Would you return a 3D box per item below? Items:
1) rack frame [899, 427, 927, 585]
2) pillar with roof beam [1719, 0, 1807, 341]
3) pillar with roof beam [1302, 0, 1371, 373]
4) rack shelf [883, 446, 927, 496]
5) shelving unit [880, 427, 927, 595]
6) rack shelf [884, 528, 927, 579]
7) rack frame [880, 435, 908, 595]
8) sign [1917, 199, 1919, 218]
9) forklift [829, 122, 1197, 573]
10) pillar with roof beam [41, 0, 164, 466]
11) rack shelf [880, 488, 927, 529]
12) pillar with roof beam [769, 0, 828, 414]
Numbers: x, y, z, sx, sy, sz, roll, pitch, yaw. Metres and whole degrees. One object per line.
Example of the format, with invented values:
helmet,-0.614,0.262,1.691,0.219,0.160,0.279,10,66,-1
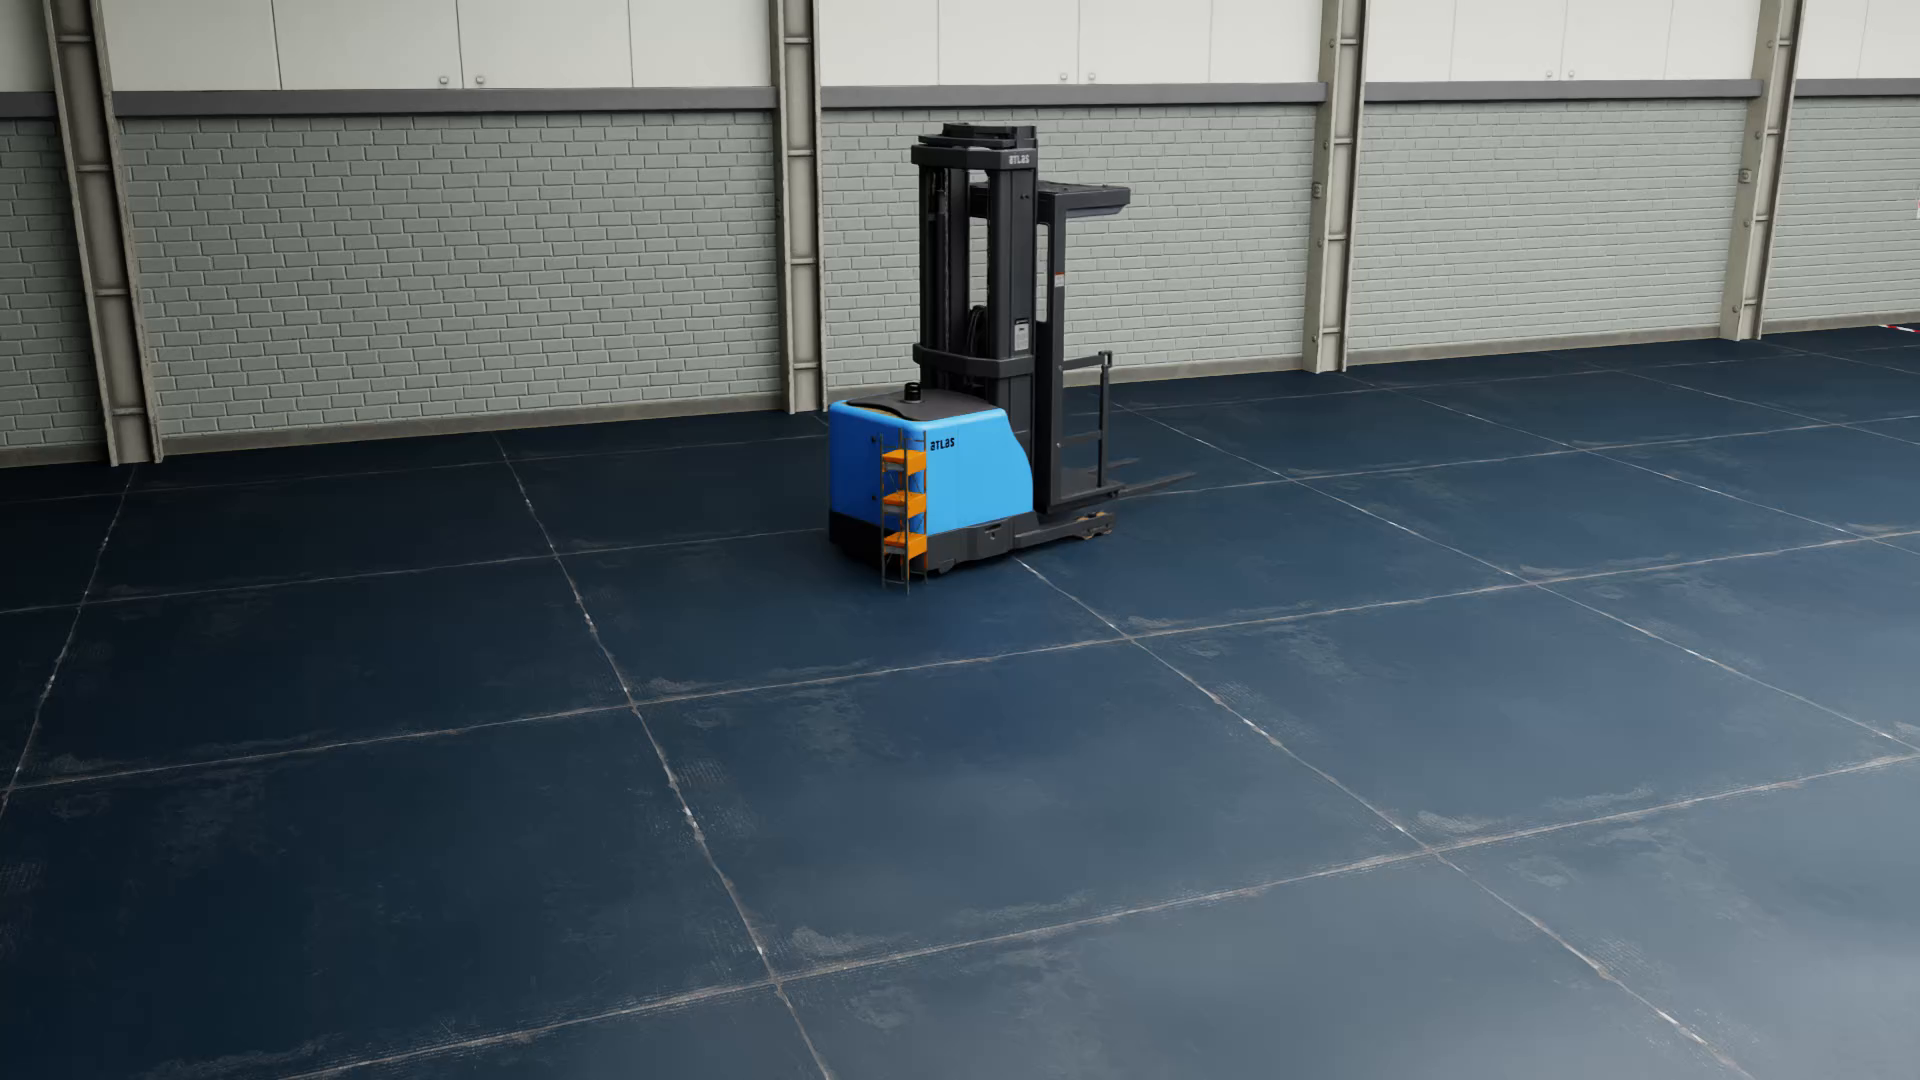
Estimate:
rack frame,-0.309,-0.219,10.982,0.200,1.050,0.008,9,19,28
pillar with roof beam,11.203,-5.689,15.501,0.400,9.000,9.100,-6,17,-20
pillar with roof beam,5.600,-5.084,13.441,0.400,9.000,9.100,-6,17,-20
rack shelf,-0.368,-0.451,10.803,0.215,0.259,0.240,9,19,28
shelving unit,-0.368,-0.189,10.880,0.215,1.050,0.252,9,19,28
rack shelf,-0.368,0.087,10.961,0.215,0.259,0.240,9,19,28
rack frame,-0.427,-0.159,10.777,0.200,1.050,0.008,9,19,28
sign,12.391,-4.298,21.347,0.234,0.329,0.001,-6,17,-20
forklift,0.514,-1.506,12.025,3.031,2.935,1.130,-14,21,-39
pillar with roof beam,-5.605,-3.875,9.322,0.400,9.000,9.100,-6,17,-20
rack shelf,-0.368,-0.179,10.883,0.215,0.259,0.240,9,19,28
pillar with roof beam,-0.003,-4.480,11.381,0.400,9.000,9.100,-6,17,-20
